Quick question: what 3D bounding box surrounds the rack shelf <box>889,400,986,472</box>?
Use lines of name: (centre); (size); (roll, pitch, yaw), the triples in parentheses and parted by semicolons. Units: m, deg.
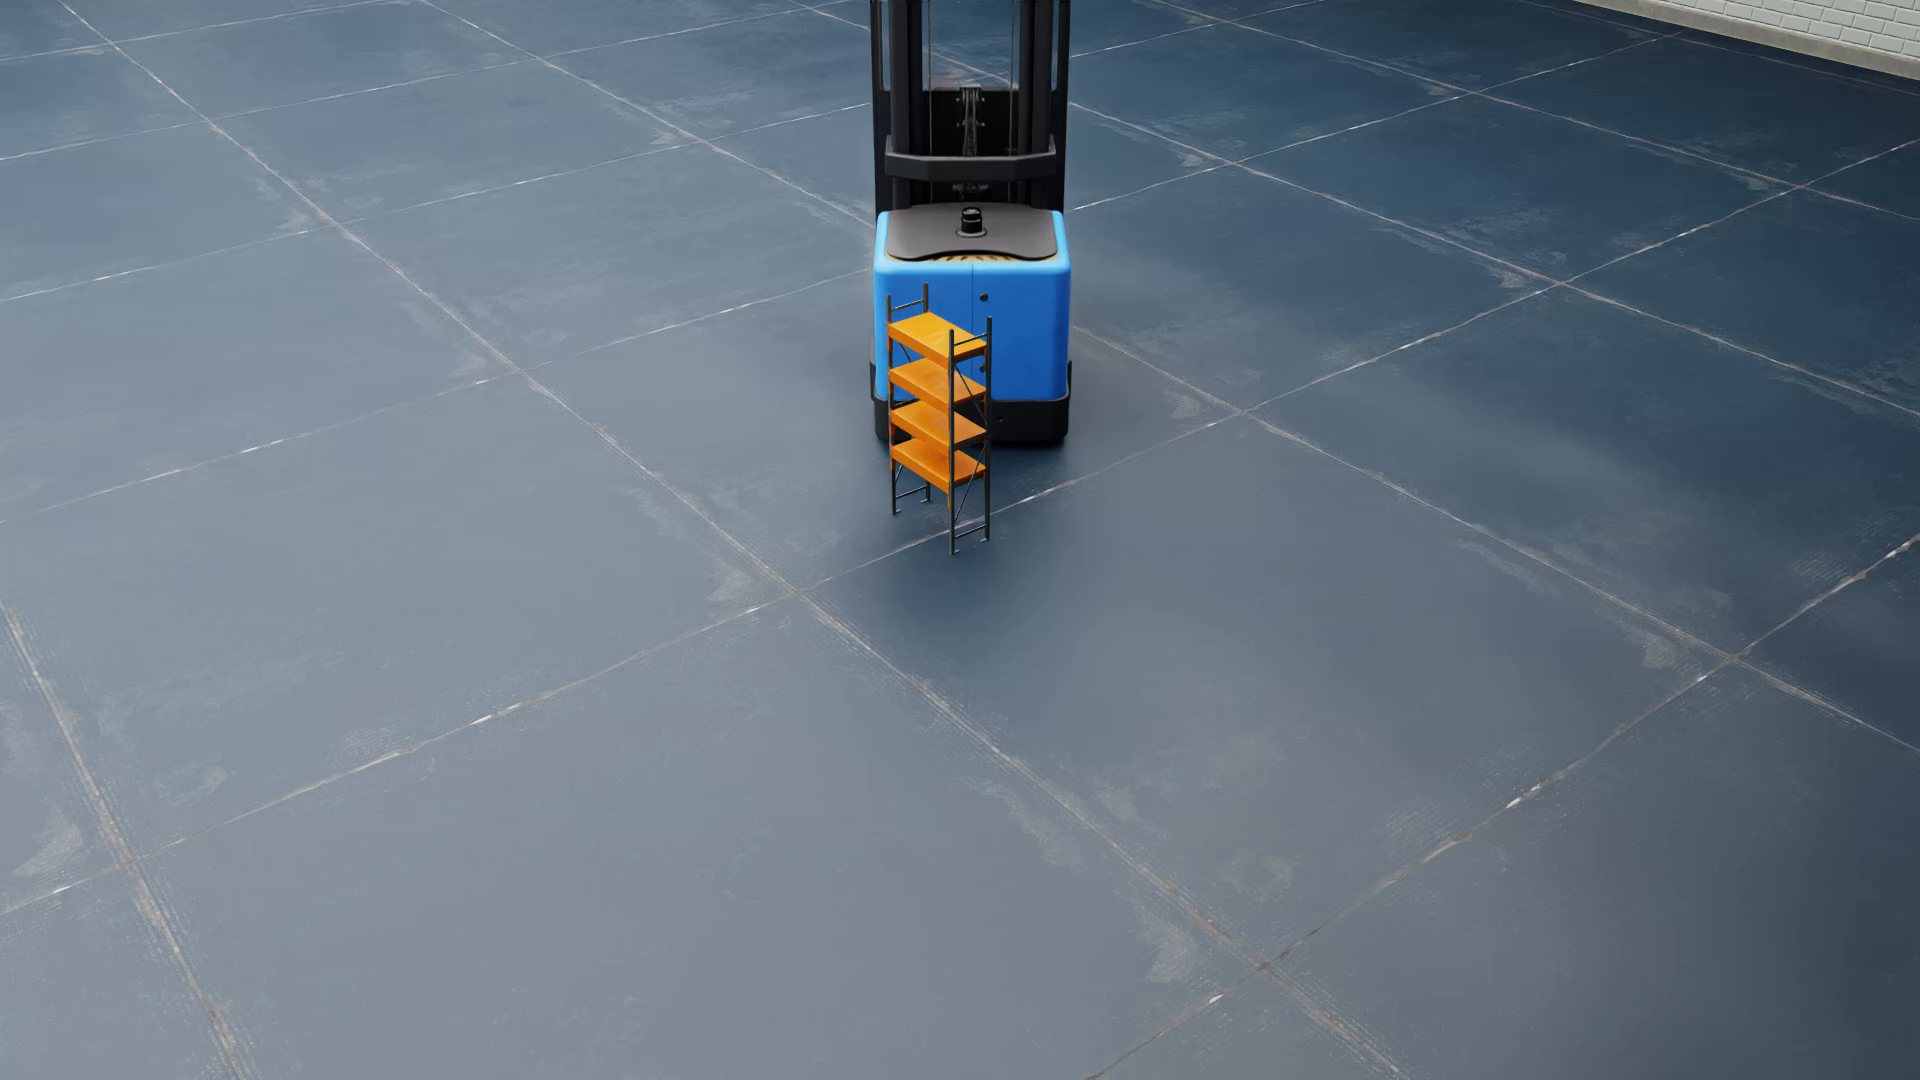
rack shelf: (-0.102, -0.522, 8.080); (0.258, 0.148, 0.480); (-22, 38, -31)

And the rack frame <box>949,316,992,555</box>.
rack frame: (0.048, -0.477, 7.881); (0.240, 1.200, 0.015); (-22, 38, -31)

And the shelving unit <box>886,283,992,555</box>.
shelving unit: (-0.102, -0.579, 8.045); (0.258, 1.200, 0.503); (-22, 38, -31)

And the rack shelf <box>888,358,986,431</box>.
rack shelf: (-0.101, -0.712, 7.962); (0.258, 0.148, 0.480); (-22, 38, -31)

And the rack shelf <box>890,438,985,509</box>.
rack shelf: (-0.102, -0.353, 8.185); (0.258, 0.148, 0.480); (-22, 38, -31)

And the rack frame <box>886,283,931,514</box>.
rack frame: (-0.251, -0.680, 8.208); (0.240, 1.200, 0.015); (-22, 38, -31)

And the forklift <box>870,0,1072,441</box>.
forklift: (0.053, -2.518, 9.527); (1.130, 2.935, 3.031); (0, 32, 0)

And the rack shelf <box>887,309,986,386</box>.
rack shelf: (-0.101, -0.912, 7.837); (0.258, 0.148, 0.480); (-22, 38, -31)
